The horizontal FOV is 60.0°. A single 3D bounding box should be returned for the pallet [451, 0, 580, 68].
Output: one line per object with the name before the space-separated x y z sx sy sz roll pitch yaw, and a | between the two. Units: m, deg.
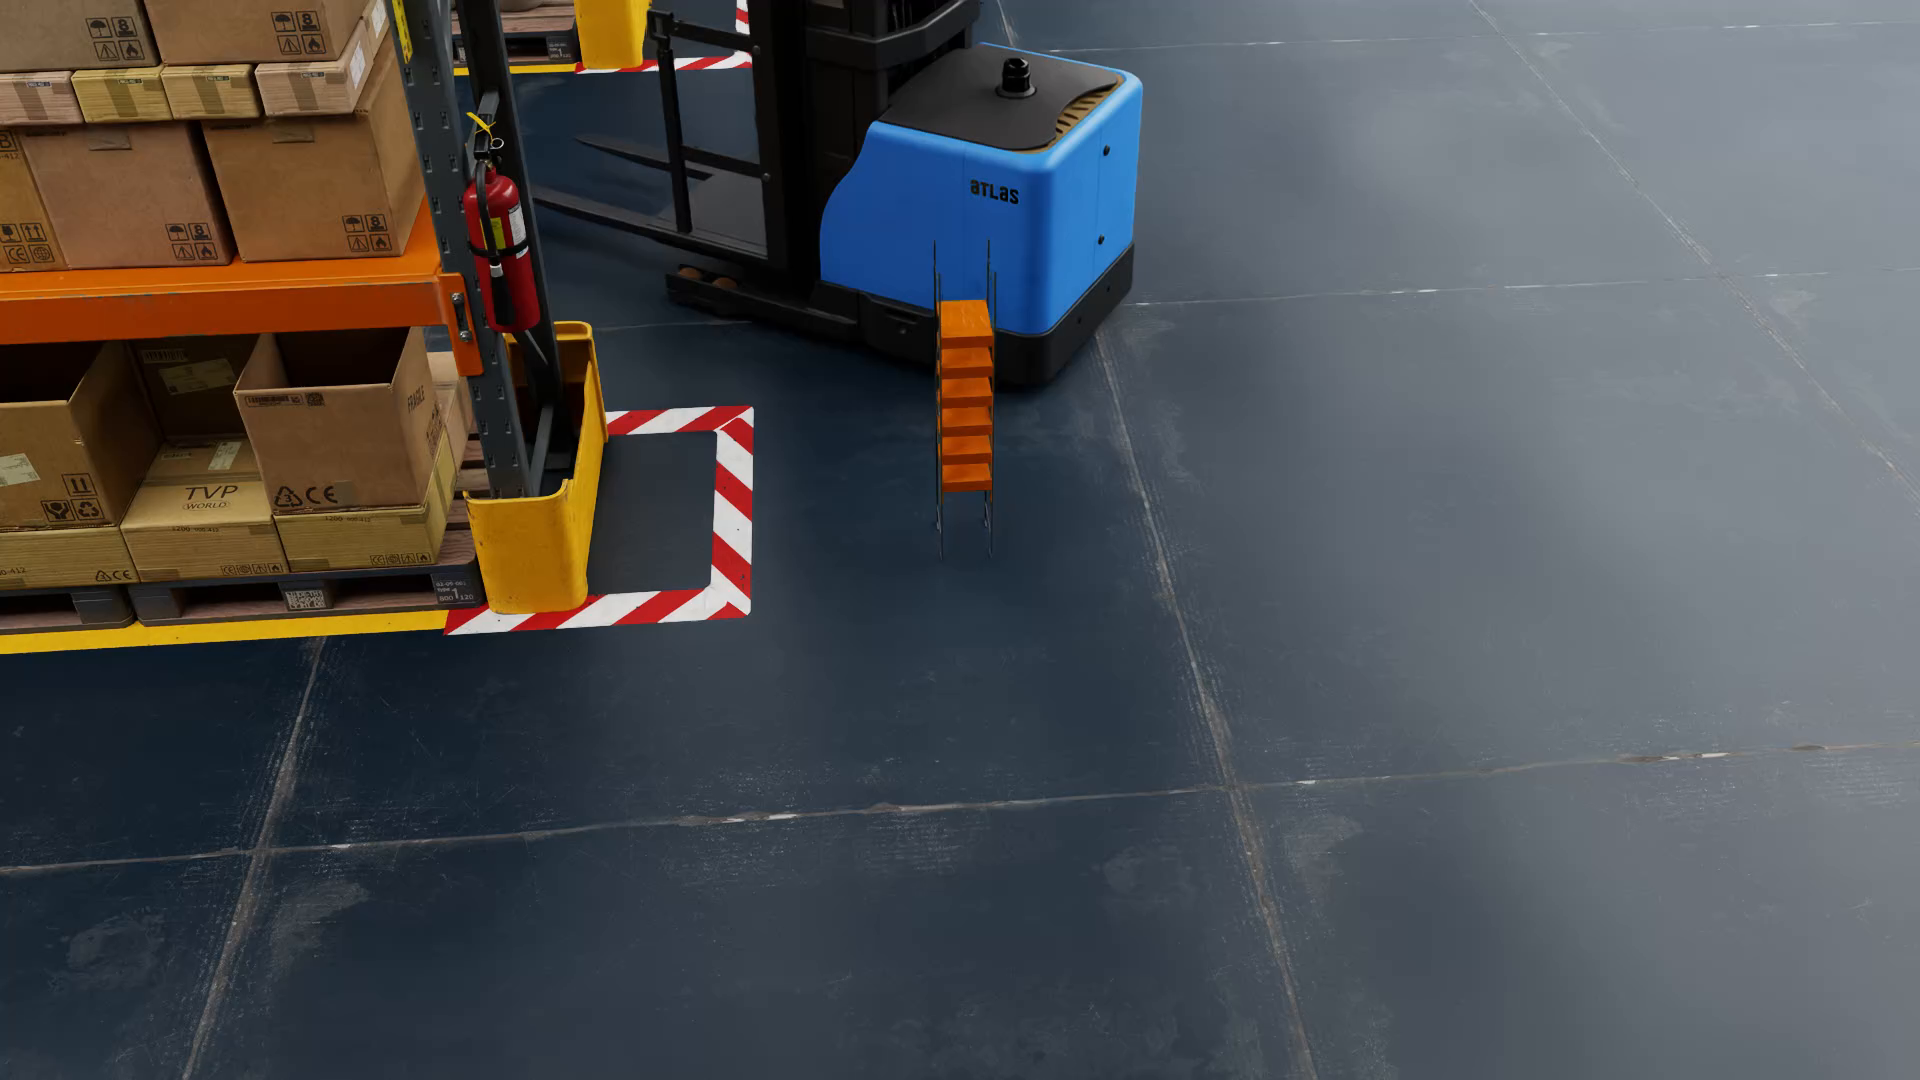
pallet | -2.903 -3.164 10.090 1.213 0.211 1.003 -3 38 -4

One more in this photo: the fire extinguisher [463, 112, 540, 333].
fire extinguisher | -1.428 -0.966 5.116 0.183 0.674 0.296 -3 38 -4

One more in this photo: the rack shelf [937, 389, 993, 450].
rack shelf | 0.014 -0.437 5.907 0.180 0.103 0.258 -3 38 -4

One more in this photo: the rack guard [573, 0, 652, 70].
rack guard | -2.093 -3.319 10.052 0.348 0.500 1.175 -3 38 -4

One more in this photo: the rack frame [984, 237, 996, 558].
rack frame | 0.106 -0.477 5.886 0.006 1.200 0.240 -3 38 -4

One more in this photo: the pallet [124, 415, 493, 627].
pallet | -2.345 -0.114 6.224 1.213 0.211 1.003 -3 38 -4

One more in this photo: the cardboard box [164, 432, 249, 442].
cardboard box | -2.638 -0.440 6.267 0.500 0.250 0.500 -3 38 -4

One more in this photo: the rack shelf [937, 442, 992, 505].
rack shelf | 0.014 -0.249 6.056 0.180 0.103 0.258 -3 38 -4

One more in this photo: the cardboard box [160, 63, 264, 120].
cardboard box | -2.211 -1.417 5.020 0.250 0.149 0.380 -2 38 -3

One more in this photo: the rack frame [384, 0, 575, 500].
rack frame | -1.587 -1.277 5.447 0.127 3.000 1.000 -3 38 -4

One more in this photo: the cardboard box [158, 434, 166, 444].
cardboard box | -3.136 -0.413 6.233 0.500 0.250 0.500 -3 38 -4

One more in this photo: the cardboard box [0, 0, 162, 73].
cardboard box | -2.629 -1.773 4.947 0.500 0.500 0.700 -4 38 -5

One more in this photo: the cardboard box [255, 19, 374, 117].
cardboard box | -1.950 -1.432 5.039 0.250 0.149 0.380 -4 38 -5

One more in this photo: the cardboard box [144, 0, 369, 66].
cardboard box | -2.106 -1.805 4.988 0.500 0.500 0.700 -3 38 -4

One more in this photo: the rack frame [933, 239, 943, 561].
rack frame | -0.077 -0.467 5.873 0.006 1.200 0.240 -3 38 -4

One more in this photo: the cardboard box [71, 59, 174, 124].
cardboard box | -2.466 -1.403 5.002 0.250 0.149 0.380 -4 38 -5

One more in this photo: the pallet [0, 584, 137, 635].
pallet | -3.557 -0.049 6.142 1.213 0.211 1.003 -3 38 -4

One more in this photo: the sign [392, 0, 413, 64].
sign | -1.552 -1.489 4.589 0.005 0.325 0.100 -3 38 -4

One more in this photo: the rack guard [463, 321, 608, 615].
rack guard | -1.563 -0.297 6.223 0.348 0.500 1.175 -3 38 -4

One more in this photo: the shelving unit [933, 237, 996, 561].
shelving unit | 0.014 -0.472 5.879 0.189 1.200 0.258 -3 38 -4

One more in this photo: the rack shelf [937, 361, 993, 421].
rack shelf | 0.014 -0.531 5.833 0.180 0.103 0.258 -3 38 -4

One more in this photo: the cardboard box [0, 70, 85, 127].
cardboard box | -2.716 -1.390 4.986 0.250 0.149 0.380 -3 38 -3

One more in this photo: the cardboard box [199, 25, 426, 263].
cardboard box | -2.053 -1.298 5.393 0.500 0.500 0.700 -3 38 -4

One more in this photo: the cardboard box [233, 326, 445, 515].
cardboard box | -2.095 -0.444 5.666 0.500 0.500 0.500 -3 38 -4

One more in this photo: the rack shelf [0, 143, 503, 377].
rack shelf | -3.579 -0.885 5.530 4.000 0.370 1.077 -3 38 -4

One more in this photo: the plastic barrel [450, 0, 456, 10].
plastic barrel | -3.170 -3.411 9.820 0.421 0.512 0.421 0 38 0

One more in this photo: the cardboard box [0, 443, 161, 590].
cardboard box | -3.090 -0.087 5.820 0.500 0.250 0.500 -3 38 -4

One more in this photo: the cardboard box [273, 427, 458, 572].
cardboard box | -2.095 -0.150 5.900 0.500 0.250 0.500 -3 38 -4

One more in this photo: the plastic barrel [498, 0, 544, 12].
plastic barrel | -2.670 -3.438 9.855 0.421 0.512 0.421 0 38 0

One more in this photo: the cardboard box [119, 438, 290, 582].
cardboard box | -2.592 -0.116 5.856 0.500 0.250 0.500 -3 38 -4

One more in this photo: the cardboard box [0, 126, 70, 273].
cardboard box | -3.071 -1.243 5.323 0.500 0.500 0.700 -3 38 -4

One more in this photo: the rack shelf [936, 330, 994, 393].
rack shelf | 0.014 -0.625 5.758 0.180 0.103 0.258 -3 38 -4

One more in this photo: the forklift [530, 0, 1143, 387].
forklift | -0.760 -2.439 6.975 3.031 2.935 1.130 18 42 22

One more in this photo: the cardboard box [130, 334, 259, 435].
cardboard box | -2.638 -0.736 6.036 0.500 0.500 0.500 -3 38 -4

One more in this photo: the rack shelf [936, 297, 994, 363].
rack shelf | 0.014 -0.720 5.684 0.180 0.103 0.258 -3 38 -4

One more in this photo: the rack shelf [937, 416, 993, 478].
rack shelf | 0.014 -0.343 5.981 0.180 0.103 0.258 -3 38 -4

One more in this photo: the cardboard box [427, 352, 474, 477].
cardboard box | -2.141 -0.470 6.305 0.500 0.250 0.500 -3 38 -4

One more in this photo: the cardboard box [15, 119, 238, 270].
cardboard box | -2.575 -1.267 5.353 0.500 0.500 0.700 -2 38 -3

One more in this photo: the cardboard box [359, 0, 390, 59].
cardboard box | -1.997 -1.682 5.356 0.250 0.149 0.380 -3 38 -4

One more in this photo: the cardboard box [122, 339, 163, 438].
cardboard box | -3.135 -0.700 5.992 0.500 0.500 0.500 -3 38 -4

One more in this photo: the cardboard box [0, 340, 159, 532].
cardboard box | -3.089 -0.380 5.585 0.500 0.500 0.500 -3 38 -4
